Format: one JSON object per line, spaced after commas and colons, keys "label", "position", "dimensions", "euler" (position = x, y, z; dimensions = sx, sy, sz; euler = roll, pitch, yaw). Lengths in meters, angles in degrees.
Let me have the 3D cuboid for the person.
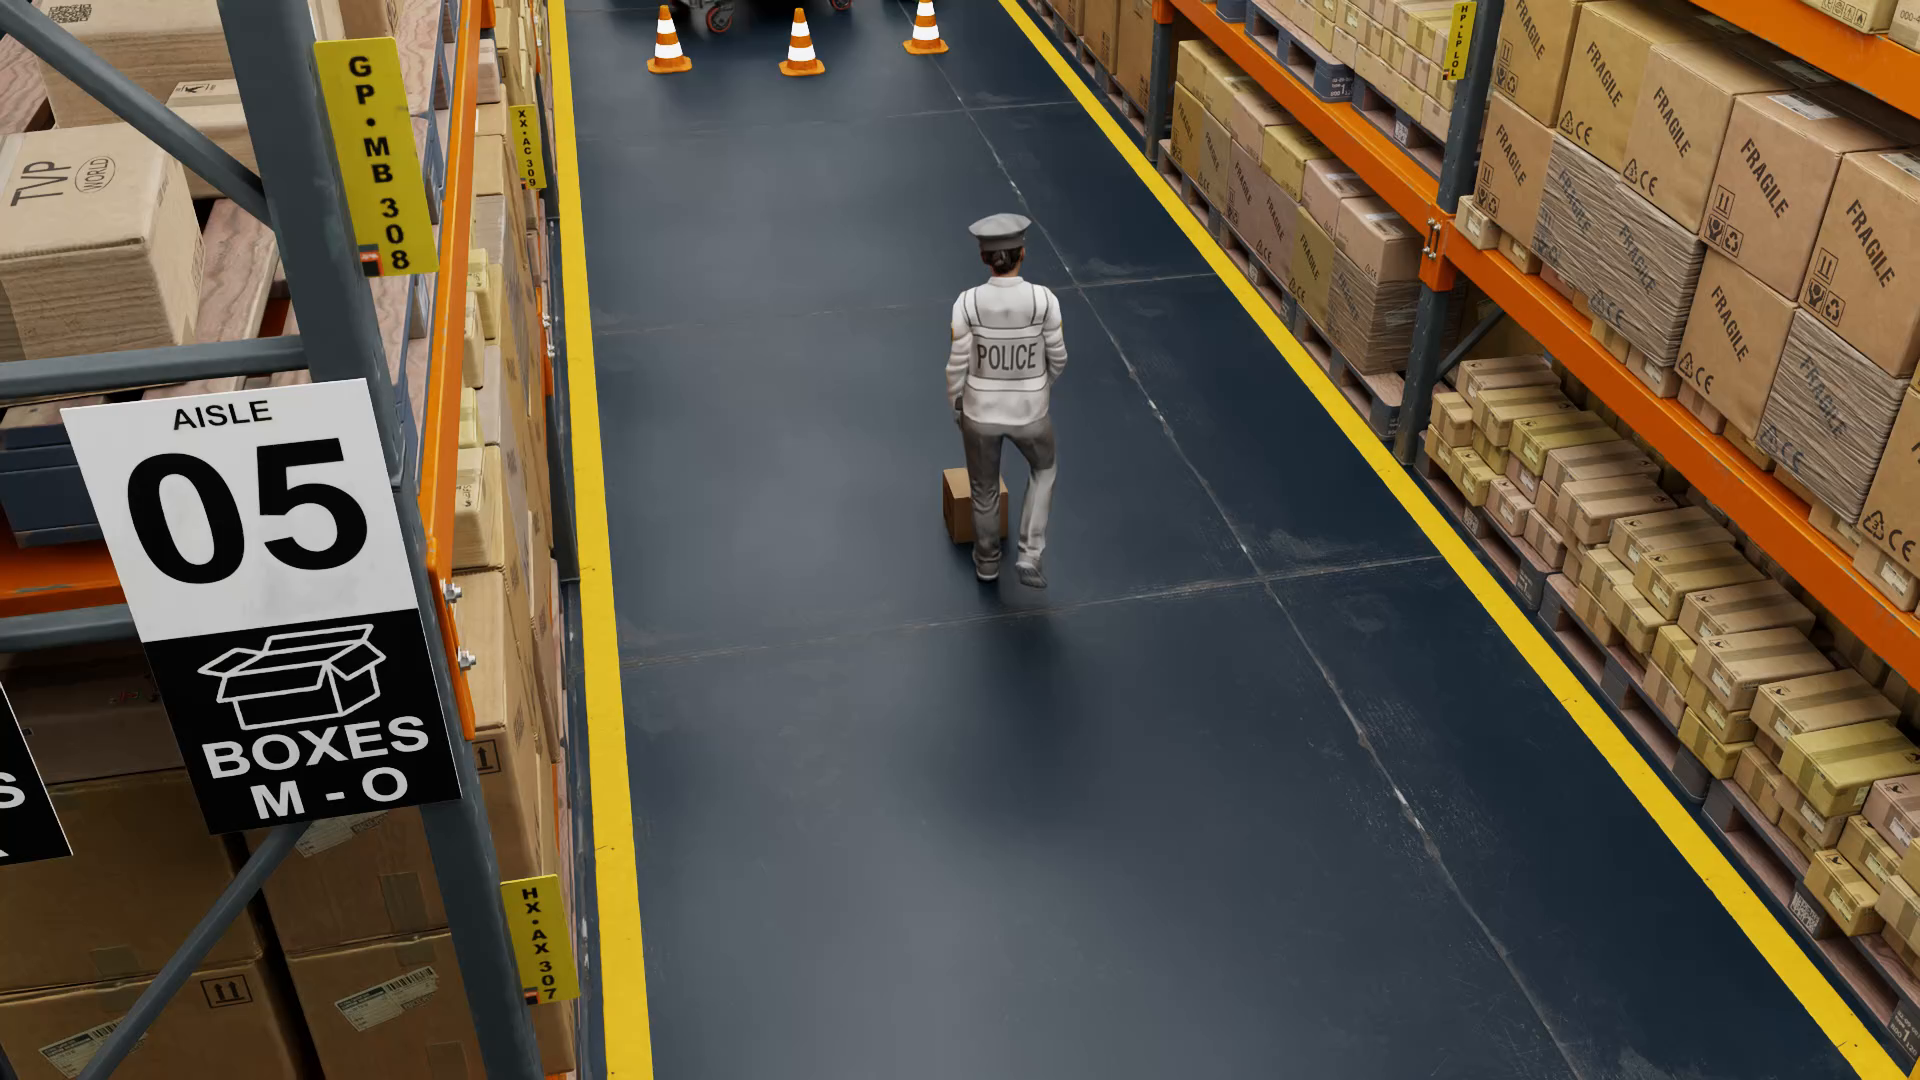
{"label": "person", "position": [0.188, -0.532, 6.887], "dimensions": [0.500, 1.658, 0.548], "euler": [-1, 35, -1]}
